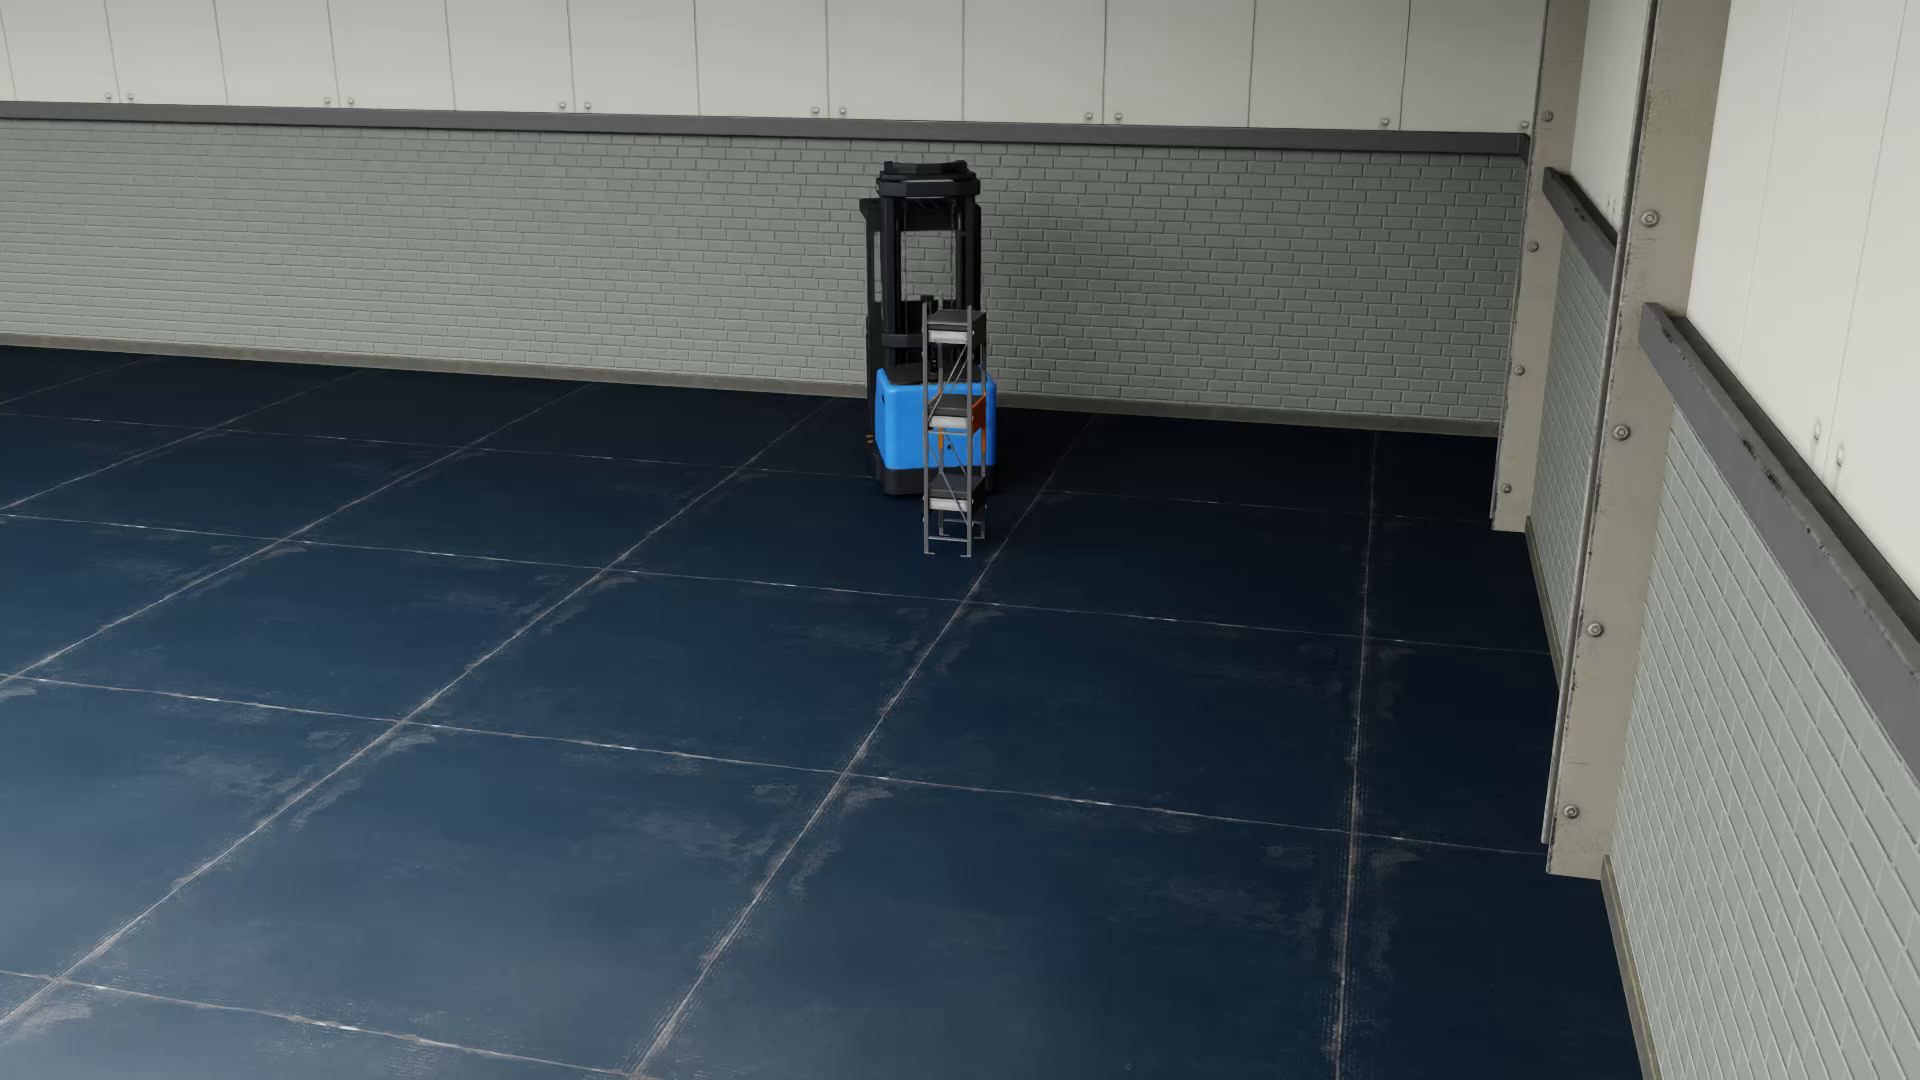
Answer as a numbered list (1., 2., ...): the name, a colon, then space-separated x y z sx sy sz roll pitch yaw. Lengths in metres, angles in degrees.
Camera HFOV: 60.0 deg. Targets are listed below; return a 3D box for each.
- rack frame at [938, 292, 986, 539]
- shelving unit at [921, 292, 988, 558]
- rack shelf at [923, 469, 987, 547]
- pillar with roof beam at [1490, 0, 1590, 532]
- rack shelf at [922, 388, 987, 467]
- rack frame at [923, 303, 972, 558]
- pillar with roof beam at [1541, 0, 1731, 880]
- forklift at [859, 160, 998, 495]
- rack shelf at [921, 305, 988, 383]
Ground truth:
1. rack frame: 0.019 -1.018 13.920 0.400 2.100 0.015 5 19 13
2. shelving unit: -0.040 -0.942 13.696 0.431 2.100 0.503 5 19 13
3. rack shelf: -0.040 -0.266 13.927 0.431 0.518 0.480 5 19 13
4. pillar with roof beam: 0.645 -4.737 14.133 9.100 9.000 0.400 5 19 13
5. rack shelf: -0.040 -0.929 13.701 0.431 0.518 0.480 5 19 13
6. rack frame: -0.100 -0.865 13.472 0.400 2.100 0.015 5 19 13
7. pillar with roof beam: -0.821 -2.856 8.627 9.100 9.000 0.400 5 19 13
8. forklift: -0.380 -2.234 16.193 1.130 2.935 3.031 -3 19 -8
9. rack shelf: -0.040 -1.591 13.474 0.431 0.518 0.480 5 19 13
